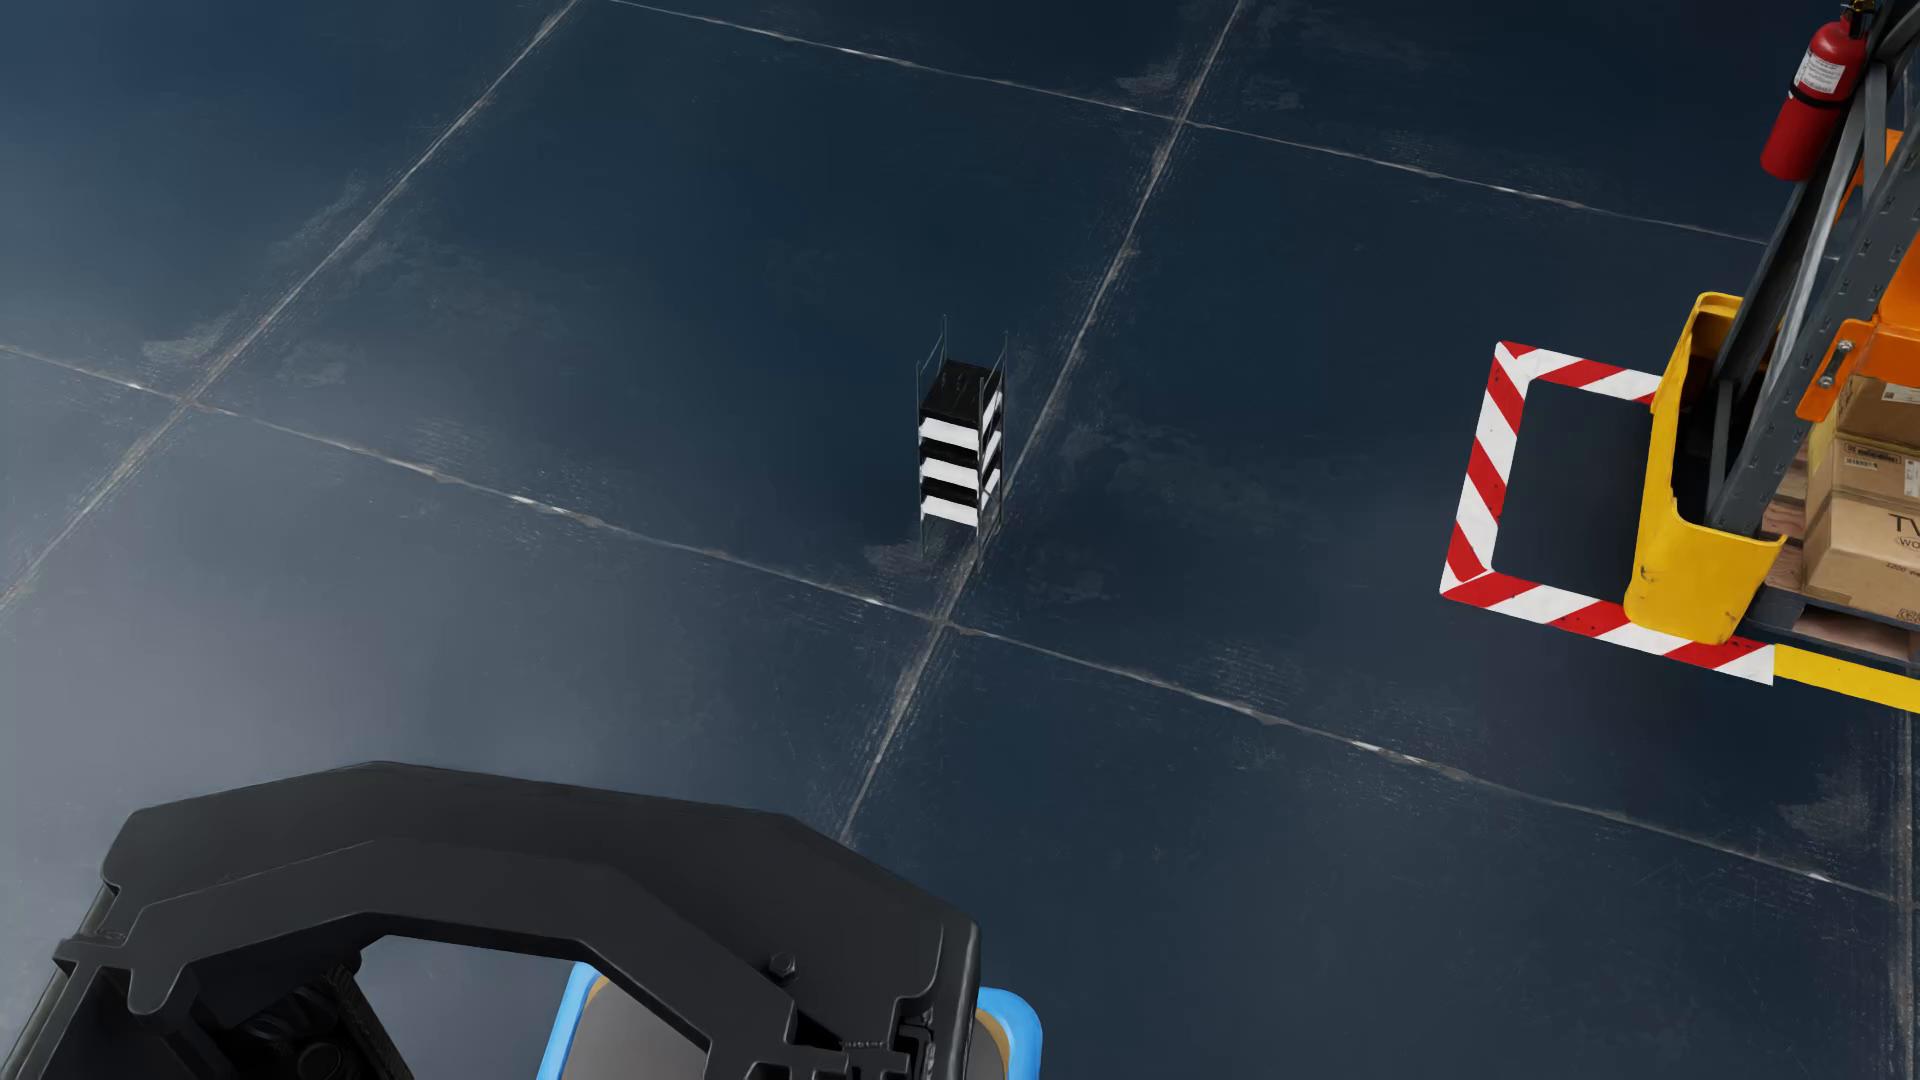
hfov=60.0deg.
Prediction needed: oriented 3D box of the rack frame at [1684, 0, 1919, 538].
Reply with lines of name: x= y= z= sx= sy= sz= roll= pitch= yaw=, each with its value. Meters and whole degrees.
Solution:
rack frame: x=2.581 y=-1.075 z=4.697 sx=0.127 sy=3.000 sz=1.000 roll=16 pitch=51 yaw=13

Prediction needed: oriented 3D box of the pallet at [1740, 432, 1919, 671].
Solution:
pallet: x=3.313 y=0.008 z=5.603 sx=1.213 sy=0.211 sz=1.003 roll=16 pitch=51 yaw=13

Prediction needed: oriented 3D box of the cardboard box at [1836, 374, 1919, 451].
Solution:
cardboard box: x=3.187 y=-0.629 z=5.355 sx=0.500 sy=0.500 sz=0.500 roll=16 pitch=51 yaw=13

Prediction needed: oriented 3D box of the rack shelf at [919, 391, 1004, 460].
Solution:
rack shelf: x=0.008 y=-0.389 z=5.297 sx=0.200 sy=0.077 sz=0.258 roll=16 pitch=51 yaw=13

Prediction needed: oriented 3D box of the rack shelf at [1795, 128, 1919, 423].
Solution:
rack shelf: x=4.457 y=-0.316 z=4.515 sx=4.000 sy=0.370 sz=1.077 roll=16 pitch=51 yaw=13

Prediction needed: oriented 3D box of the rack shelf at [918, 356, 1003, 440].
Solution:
rack shelf: x=0.008 y=-0.448 z=5.229 sx=0.200 sy=0.077 sz=0.258 roll=16 pitch=51 yaw=13

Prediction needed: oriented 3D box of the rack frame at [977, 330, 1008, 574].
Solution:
rack frame: x=0.103 y=-0.266 z=5.385 sx=0.006 sy=0.900 sz=0.240 roll=16 pitch=51 yaw=13

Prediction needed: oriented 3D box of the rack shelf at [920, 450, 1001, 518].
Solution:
rack shelf: x=0.008 y=-0.212 z=5.501 sx=0.200 sy=0.077 sz=0.258 roll=16 pitch=51 yaw=13

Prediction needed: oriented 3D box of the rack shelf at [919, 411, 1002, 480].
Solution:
rack shelf: x=0.008 y=-0.330 z=5.365 sx=0.200 sy=0.077 sz=0.258 roll=16 pitch=51 yaw=13

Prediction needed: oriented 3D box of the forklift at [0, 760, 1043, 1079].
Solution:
forklift: x=-0.543 y=1.753 z=2.291 sx=1.130 sy=2.935 sz=3.031 roll=7 pitch=49 yaw=6

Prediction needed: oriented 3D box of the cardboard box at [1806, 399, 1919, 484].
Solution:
cardboard box: x=3.186 y=-0.381 z=5.637 sx=0.500 sy=0.250 sz=0.500 roll=16 pitch=51 yaw=13

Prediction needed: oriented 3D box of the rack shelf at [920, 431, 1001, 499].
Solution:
rack shelf: x=0.008 y=-0.271 z=5.433 sx=0.200 sy=0.077 sz=0.258 roll=16 pitch=51 yaw=13

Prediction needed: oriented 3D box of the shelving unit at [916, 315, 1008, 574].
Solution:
shelving unit: x=0.008 y=-0.293 z=5.408 sx=0.210 sy=0.900 sz=0.258 roll=16 pitch=51 yaw=13

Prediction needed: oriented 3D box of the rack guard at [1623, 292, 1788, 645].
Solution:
rack guard: x=2.558 y=-0.263 z=5.647 sx=0.348 sy=0.500 sz=1.175 roll=16 pitch=51 yaw=13

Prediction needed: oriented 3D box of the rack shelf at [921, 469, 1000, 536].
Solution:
rack shelf: x=0.008 y=-0.153 z=5.569 sx=0.200 sy=0.077 sz=0.258 roll=16 pitch=51 yaw=13

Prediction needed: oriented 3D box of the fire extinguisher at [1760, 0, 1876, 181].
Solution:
fire extinguisher: x=2.631 y=-1.410 z=5.039 sx=0.183 sy=0.674 sz=0.296 roll=16 pitch=51 yaw=13

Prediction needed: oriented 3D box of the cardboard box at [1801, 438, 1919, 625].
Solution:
cardboard box: x=3.007 y=-0.014 z=5.319 sx=0.500 sy=0.250 sz=0.500 roll=16 pitch=51 yaw=13

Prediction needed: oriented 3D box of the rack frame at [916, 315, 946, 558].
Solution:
rack frame: x=-0.088 y=-0.319 z=5.431 sx=0.006 sy=0.900 sz=0.240 roll=16 pitch=51 yaw=13
